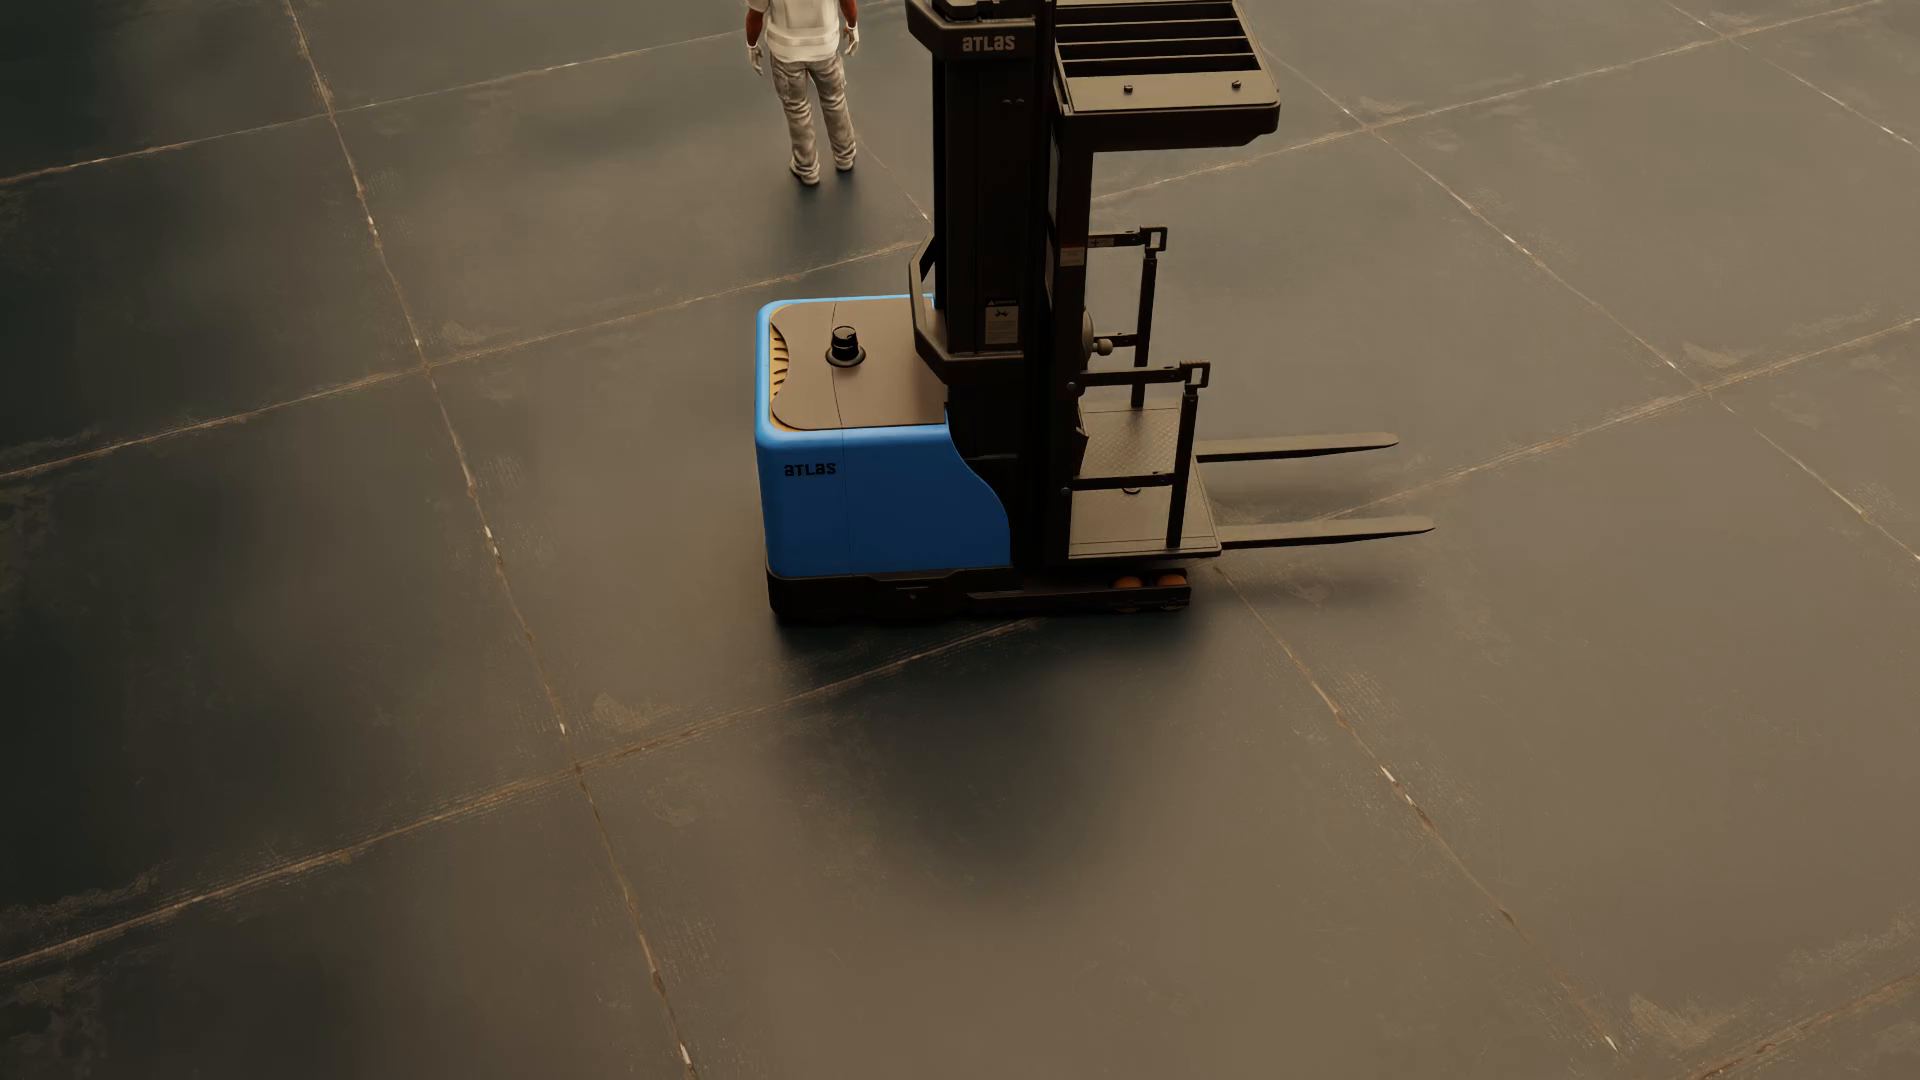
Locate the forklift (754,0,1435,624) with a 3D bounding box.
[{"bbox_3d":[0.627,-1.106,6.866,3.031,2.935,1.130,-3,43,-3],"label":"forklift"}]

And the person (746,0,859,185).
[{"bbox_3d":[-0.916,-2.901,9.620,0.655,1.782,0.577,-10,44,-10],"label":"person"}]
